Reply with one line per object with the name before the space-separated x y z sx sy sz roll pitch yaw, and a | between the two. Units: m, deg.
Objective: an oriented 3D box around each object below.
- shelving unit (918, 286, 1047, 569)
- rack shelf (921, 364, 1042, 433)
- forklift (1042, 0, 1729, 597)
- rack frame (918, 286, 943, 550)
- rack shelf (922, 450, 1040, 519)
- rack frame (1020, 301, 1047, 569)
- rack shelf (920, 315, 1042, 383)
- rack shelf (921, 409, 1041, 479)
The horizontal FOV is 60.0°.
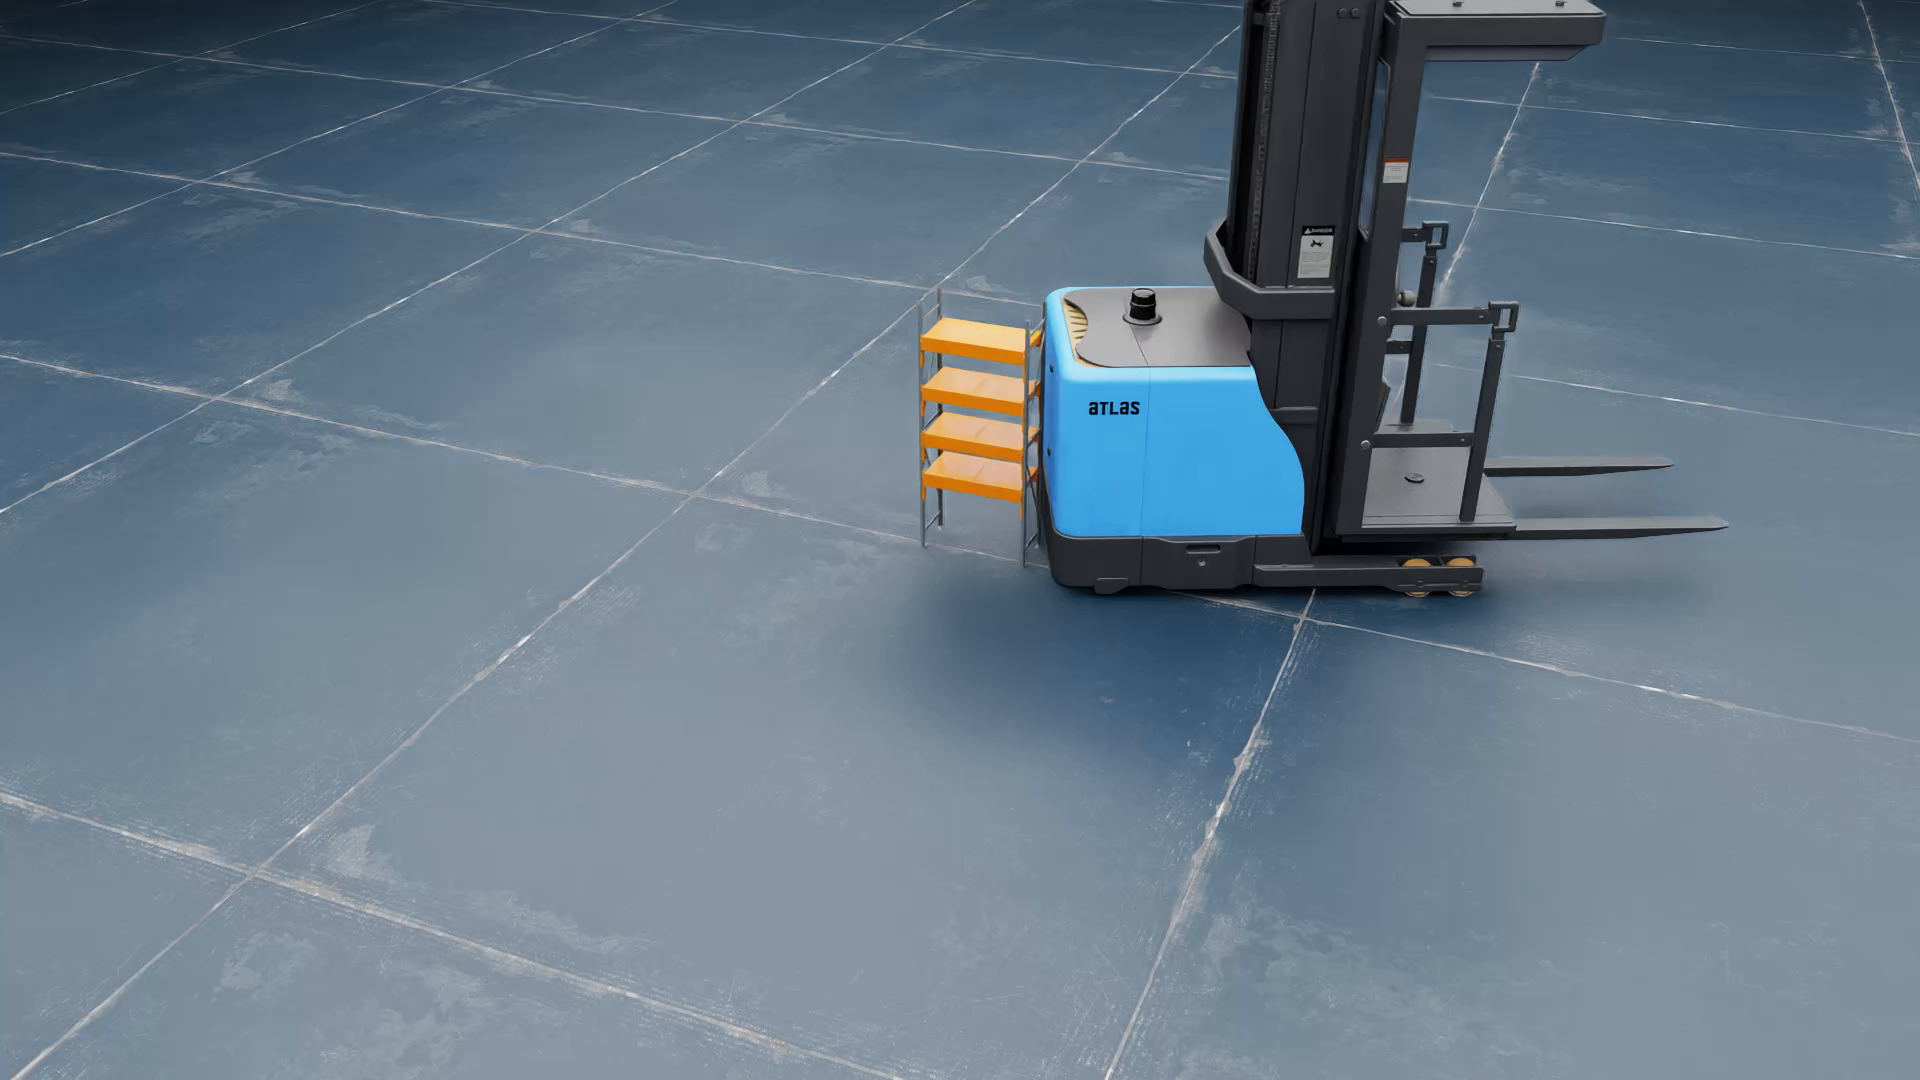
shelving unit | 0.097 -0.489 7.396 0.503 1.200 0.258 11 31 18
rack shelf | 0.097 -0.625 7.319 0.480 0.148 0.258 11 31 18
forklift | 1.905 -1.287 7.048 3.031 2.935 1.130 -1 29 -1
rack frame | -0.131 -0.533 7.474 0.015 1.200 0.240 11 31 18
rack shelf | 0.097 -0.258 7.527 0.480 0.148 0.258 11 31 18
rack frame | 0.324 -0.446 7.319 0.015 1.200 0.240 11 31 18
rack shelf | 0.097 -0.831 7.203 0.480 0.148 0.258 11 31 18
rack shelf | 0.097 -0.431 7.429 0.480 0.148 0.258 11 31 18
